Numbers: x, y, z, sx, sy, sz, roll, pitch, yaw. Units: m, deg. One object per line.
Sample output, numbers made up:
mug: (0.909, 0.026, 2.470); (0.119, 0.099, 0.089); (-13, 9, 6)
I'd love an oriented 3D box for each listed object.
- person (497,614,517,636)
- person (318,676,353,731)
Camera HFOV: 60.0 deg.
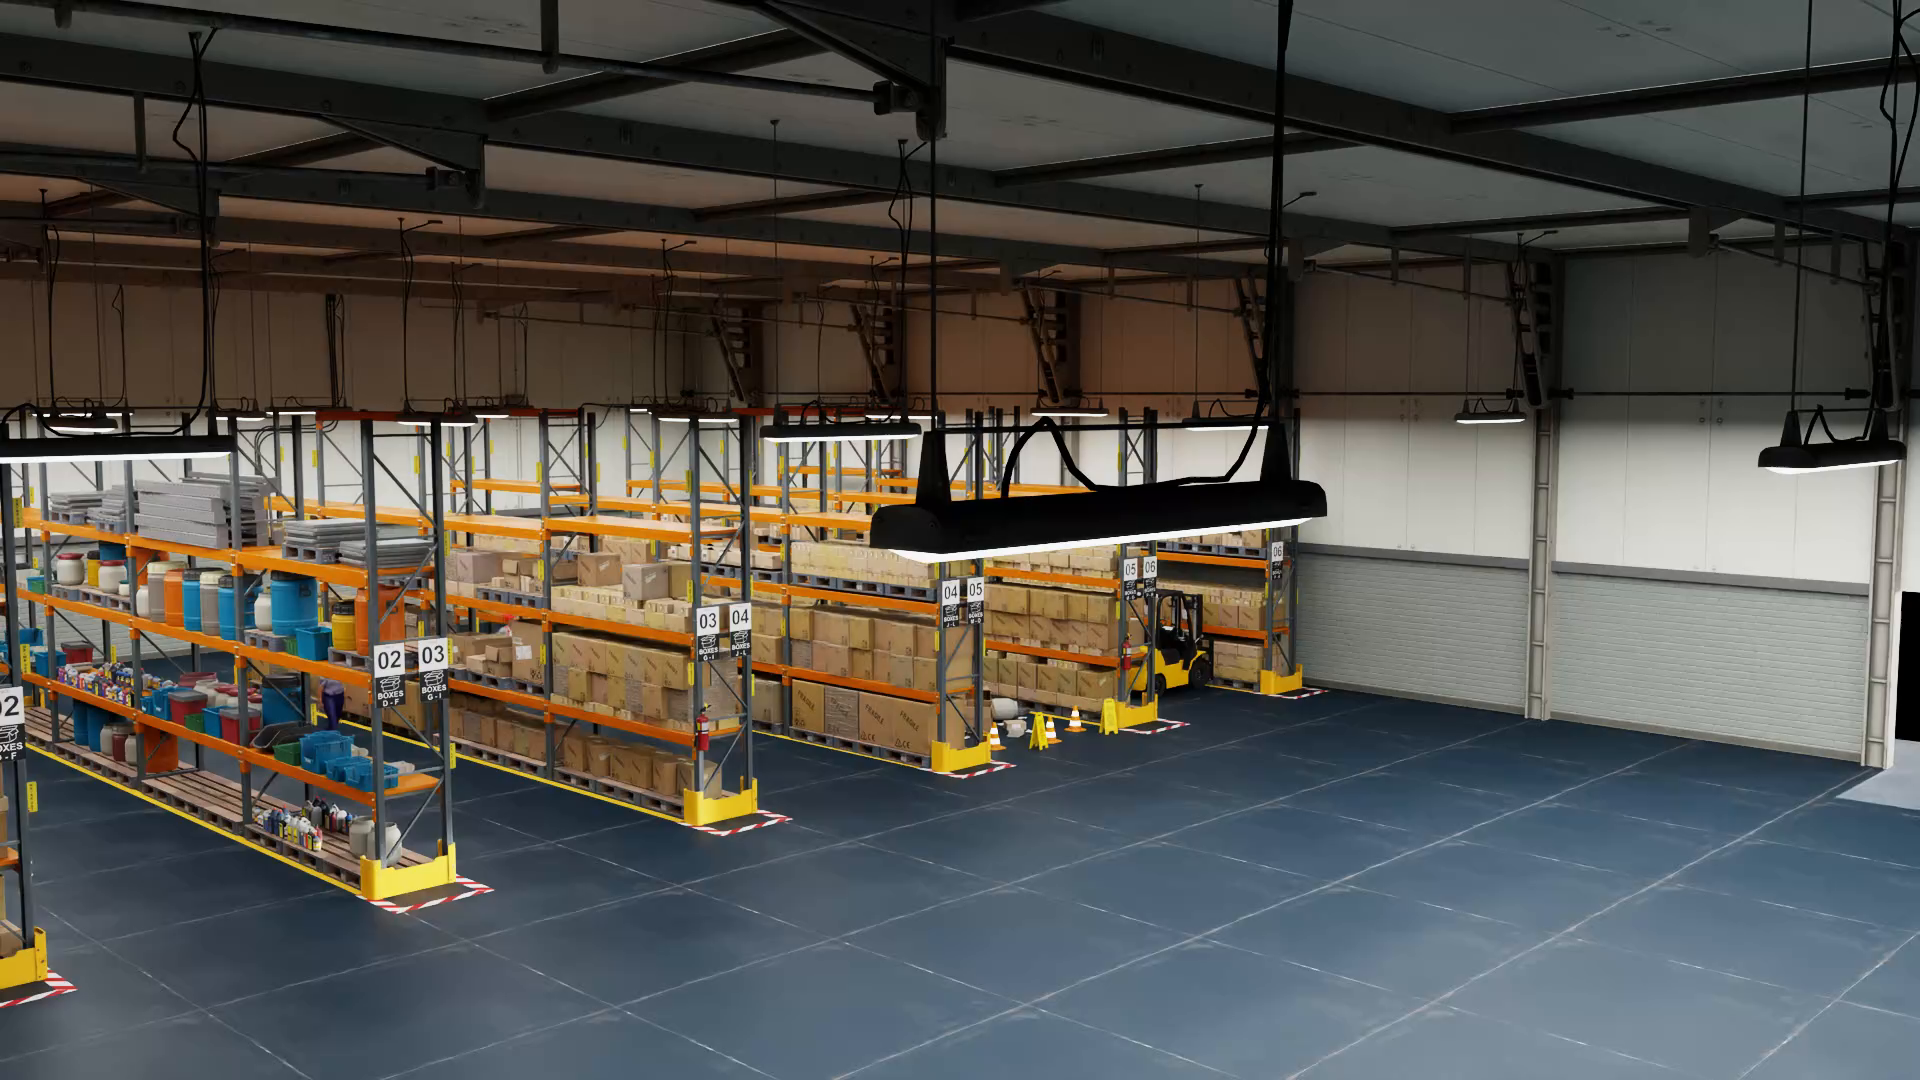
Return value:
person: (-9.381, 2.425, 34.682); (0.727, 1.813, 0.877); (-5, 7, -45)
person: (-11.272, 2.876, 29.955); (0.971, 1.598, 0.605); (5, 7, 42)
